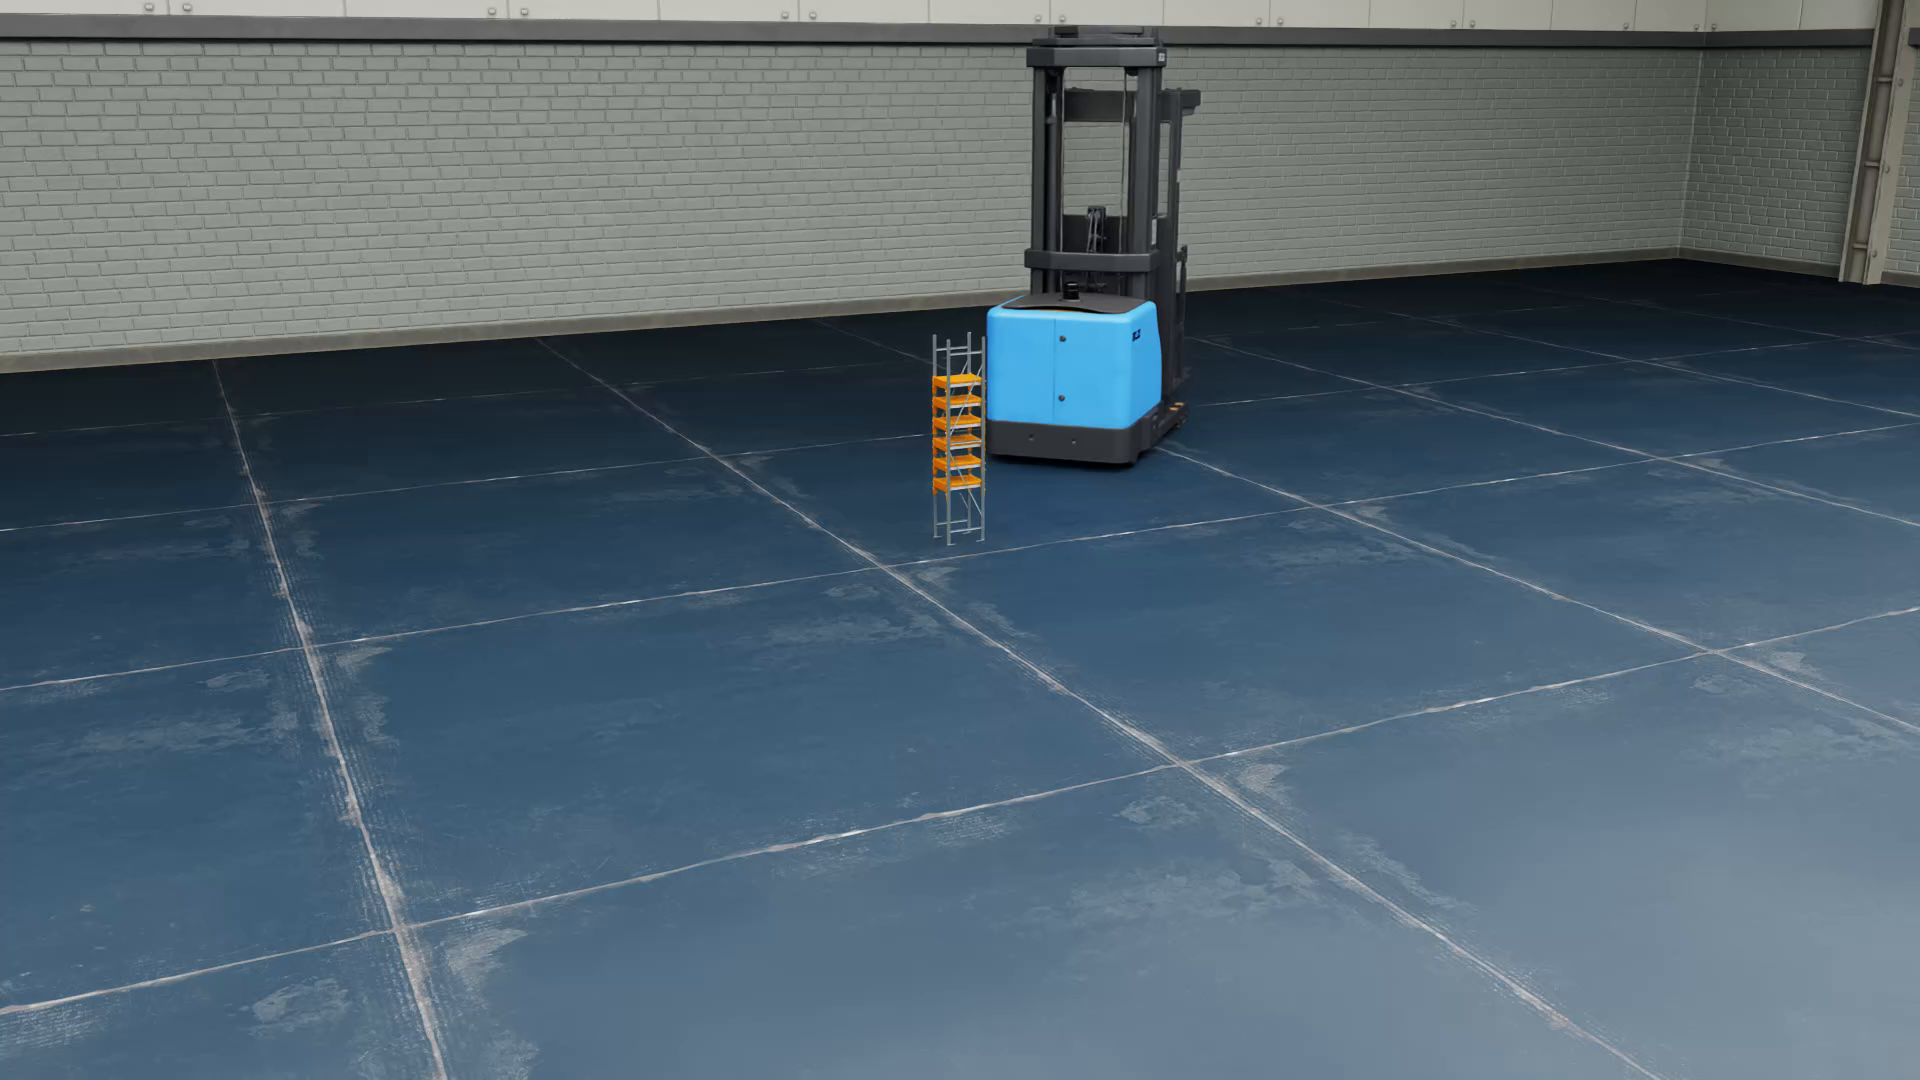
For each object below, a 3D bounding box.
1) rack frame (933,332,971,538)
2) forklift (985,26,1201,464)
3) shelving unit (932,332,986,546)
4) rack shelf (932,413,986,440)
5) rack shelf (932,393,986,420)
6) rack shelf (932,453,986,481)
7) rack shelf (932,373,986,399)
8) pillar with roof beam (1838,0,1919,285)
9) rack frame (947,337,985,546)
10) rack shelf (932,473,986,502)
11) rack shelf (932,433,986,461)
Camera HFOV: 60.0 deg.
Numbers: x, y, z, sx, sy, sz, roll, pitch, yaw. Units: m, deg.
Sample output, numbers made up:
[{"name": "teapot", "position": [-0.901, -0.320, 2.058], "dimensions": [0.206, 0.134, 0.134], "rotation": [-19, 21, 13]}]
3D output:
[{"name": "rack frame", "position": [-0.046, -0.603, 9.677], "dimensions": [0.240, 1.200, 0.006], "rotation": [-8, 18, -25]}, {"name": "forklift", "position": [1.138, -2.292, 12.423], "dimensions": [1.130, 2.935, 3.031], "rotation": [6, 17, 19]}, {"name": "shelving unit", "position": [-0.006, -0.580, 9.598], "dimensions": [0.258, 1.200, 0.189], "rotation": [-8, 18, -25]}, {"name": "rack shelf", "position": [-0.006, -0.653, 9.577], "dimensions": [0.258, 0.103, 0.180], "rotation": [-8, 18, -25]}, {"name": "rack shelf", "position": [-0.006, -0.768, 9.544], "dimensions": [0.258, 0.103, 0.180], "rotation": [-8, 18, -25]}, {"name": "rack shelf", "position": [-0.006, -0.422, 9.643], "dimensions": [0.258, 0.103, 0.180], "rotation": [-8, 18, -25]}, {"name": "rack shelf", "position": [-0.006, -0.884, 9.511], "dimensions": [0.258, 0.103, 0.180], "rotation": [-8, 18, -25]}, {"name": "pillar with roof beam", "position": [7.614, -7.097, 18.168], "dimensions": [9.100, 9.000, 0.400], "rotation": [-8, 18, -25]}, {"name": "rack frame", "position": [0.034, -0.558, 9.519], "dimensions": [0.240, 1.200, 0.006], "rotation": [-8, 18, -25]}, {"name": "rack shelf", "position": [-0.006, -0.307, 9.676], "dimensions": [0.258, 0.103, 0.180], "rotation": [-8, 18, -25]}, {"name": "rack shelf", "position": [-0.006, -0.538, 9.610], "dimensions": [0.258, 0.103, 0.180], "rotation": [-8, 18, -25]}]
